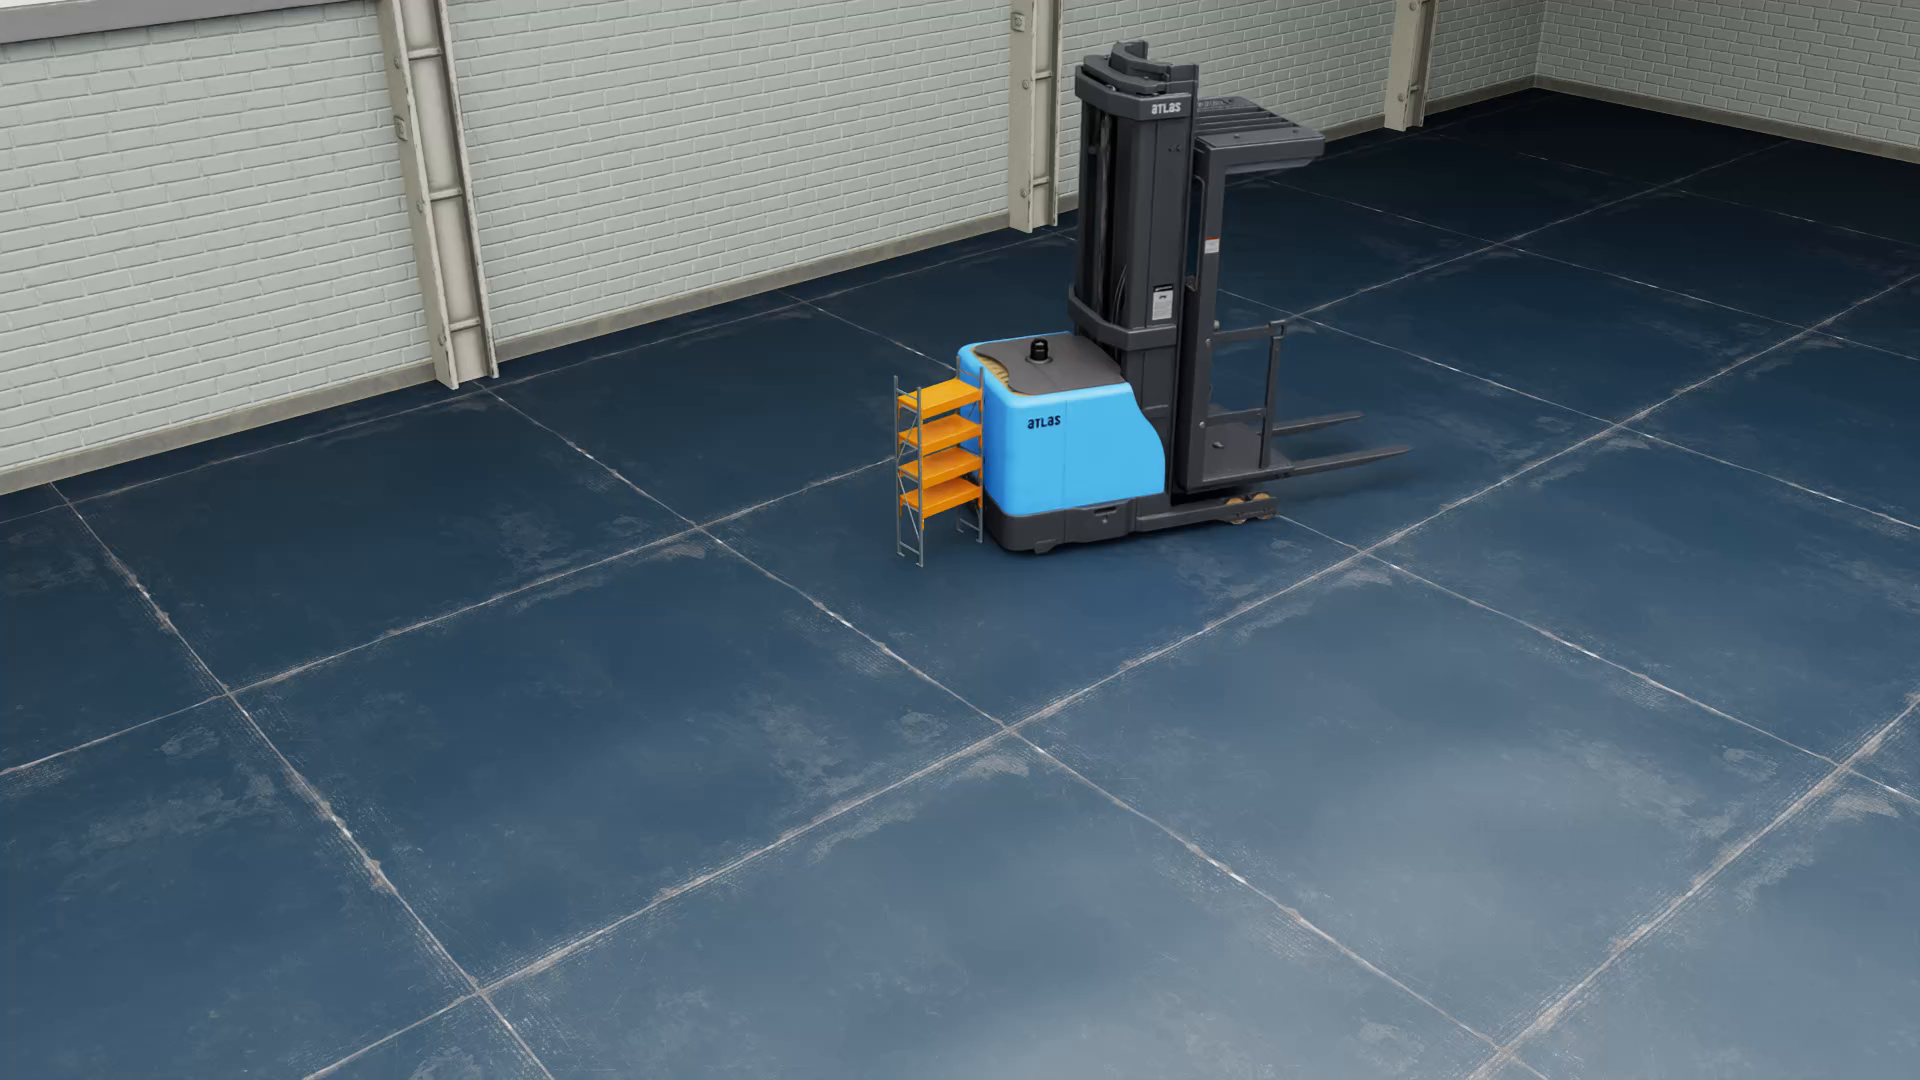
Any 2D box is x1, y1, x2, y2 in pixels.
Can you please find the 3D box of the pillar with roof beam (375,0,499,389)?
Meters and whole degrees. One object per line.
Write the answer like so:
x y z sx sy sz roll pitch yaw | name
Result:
-1.054 -3.696 7.977 0.400 9.000 9.100 -22 35 -35 | pillar with roof beam

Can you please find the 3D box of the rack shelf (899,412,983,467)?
-0.126 -0.616 10.157 0.480 0.148 0.258 -22 35 -35 | rack shelf

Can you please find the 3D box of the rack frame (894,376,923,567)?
-0.312 -0.404 10.091 0.015 1.200 0.240 -22 35 -35 | rack frame

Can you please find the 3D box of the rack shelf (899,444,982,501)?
-0.126 -0.419 10.262 0.480 0.148 0.258 -22 35 -35 | rack shelf

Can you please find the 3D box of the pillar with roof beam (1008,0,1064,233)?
3.511 -5.531 11.411 0.400 9.000 9.100 -22 35 -35 | pillar with roof beam

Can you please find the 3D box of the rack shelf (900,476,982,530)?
-0.126 -0.244 10.356 0.480 0.148 0.258 -22 35 -35 | rack shelf

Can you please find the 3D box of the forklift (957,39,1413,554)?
1.542 -1.619 10.529 3.031 2.935 1.130 -10 30 -17 | forklift

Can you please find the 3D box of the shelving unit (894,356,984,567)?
-0.126 -0.479 10.231 0.503 1.200 0.258 -22 35 -35 | shelving unit

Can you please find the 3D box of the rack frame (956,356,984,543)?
0.060 -0.553 10.370 0.015 1.200 0.240 -22 35 -35 | rack frame

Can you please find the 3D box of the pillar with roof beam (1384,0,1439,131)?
8.075 -7.367 14.846 0.400 9.000 9.100 -22 35 -35 | pillar with roof beam

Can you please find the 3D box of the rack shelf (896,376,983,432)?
-0.126 -0.825 10.046 0.480 0.148 0.258 -22 35 -35 | rack shelf
